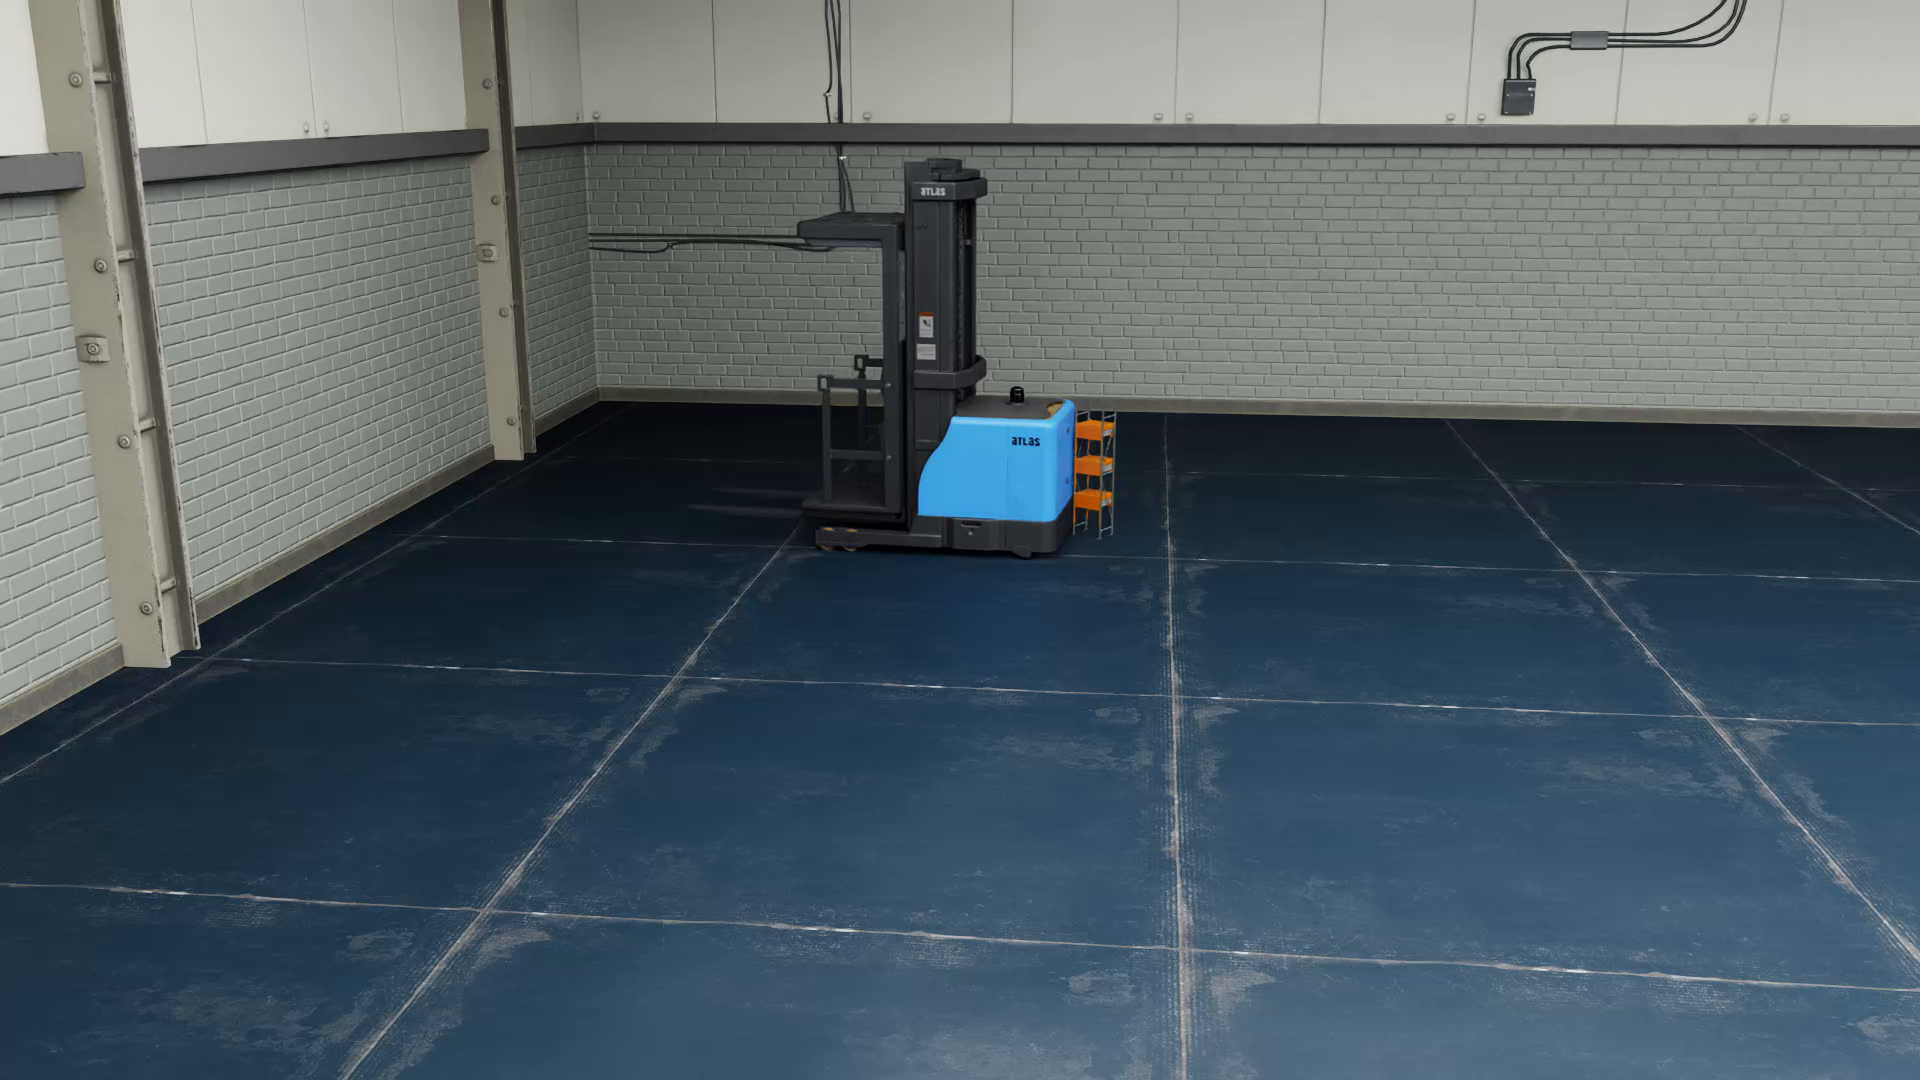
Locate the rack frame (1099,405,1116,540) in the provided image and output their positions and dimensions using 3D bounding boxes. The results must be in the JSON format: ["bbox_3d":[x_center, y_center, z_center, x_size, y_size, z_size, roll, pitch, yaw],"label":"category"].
[{"bbox_3d":[1.163,-0.527,13.098,0.008,1.050,0.200,11,18,35],"label":"rack frame"}]

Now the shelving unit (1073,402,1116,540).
[{"bbox_3d":[1.064,-0.546,13.167,0.252,1.050,0.215,11,18,35],"label":"shelving unit"}]

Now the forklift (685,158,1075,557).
[{"bbox_3d":[-0.649,-1.462,12.955,3.031,2.935,1.130,3,15,12],"label":"forklift"}]

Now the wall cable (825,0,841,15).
[{"bbox_3d":[-0.011,-6.752,17.168,3.097,2.526,0.112,2,15,6],"label":"wall cable"}]

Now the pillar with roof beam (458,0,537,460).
[{"bbox_3d":[-0.068,-5.041,14.566,9.100,9.000,0.400,2,15,6],"label":"pillar with roof beam"}]

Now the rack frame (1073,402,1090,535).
[{"bbox_3d":[0.965,-0.565,13.237,0.008,1.050,0.200,11,18,35],"label":"rack frame"}]

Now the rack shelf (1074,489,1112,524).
[{"bbox_3d":[1.063,-0.267,13.242,0.240,0.259,0.215,11,18,35],"label":"rack shelf"}]

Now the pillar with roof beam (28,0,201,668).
[{"bbox_3d":[-0.745,-3.485,8.811,9.100,9.000,0.400,2,15,6],"label":"pillar with roof beam"}]

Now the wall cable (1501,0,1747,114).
[{"bbox_3d":[6.732,-7.251,16.223,2.305,6.003,0.169,2,15,6],"label":"wall cable"}]

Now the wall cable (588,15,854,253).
[{"bbox_3d":[-2.699,-4.394,18.122,3.097,2.526,0.112,2,15,6],"label":"wall cable"}]

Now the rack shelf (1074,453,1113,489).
[{"bbox_3d":[1.064,-0.536,13.170,0.240,0.259,0.215,11,18,35],"label":"rack shelf"}]

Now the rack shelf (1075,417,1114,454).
[{"bbox_3d":[1.065,-0.810,13.097,0.240,0.259,0.215,11,18,35],"label":"rack shelf"}]
